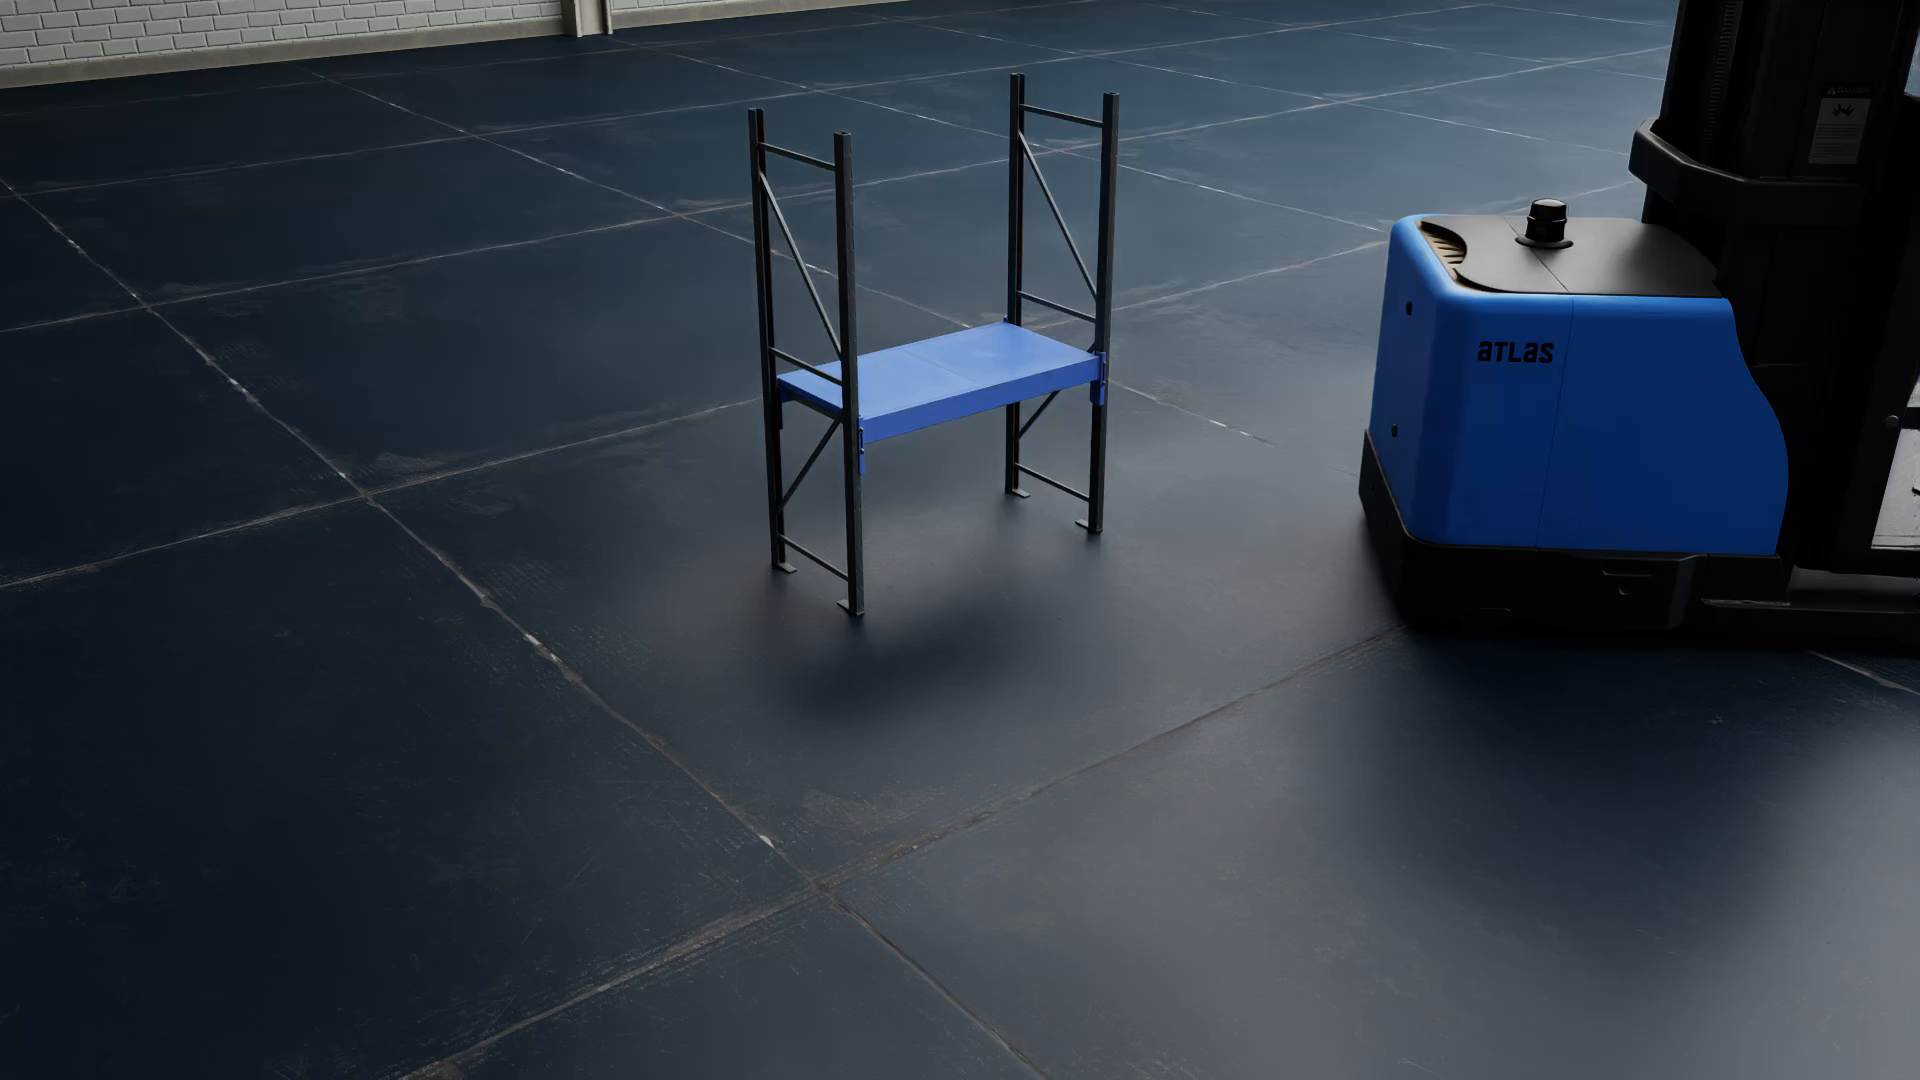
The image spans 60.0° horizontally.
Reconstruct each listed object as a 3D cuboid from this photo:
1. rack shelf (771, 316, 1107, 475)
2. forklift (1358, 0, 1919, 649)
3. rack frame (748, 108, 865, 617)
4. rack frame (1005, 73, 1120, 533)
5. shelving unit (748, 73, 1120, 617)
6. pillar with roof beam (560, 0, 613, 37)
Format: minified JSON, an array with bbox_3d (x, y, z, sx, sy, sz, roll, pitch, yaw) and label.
[{"bbox_3d":[-0.067,-0.495,5.462,1.000,0.185,0.538,-18,31,-34],"label":"rack shelf"},{"bbox_3d":[2.898,-1.200,4.854,3.031,2.935,1.130,2,25,4],"label":"forklift"},{"bbox_3d":[-0.467,-0.526,5.102,0.032,1.500,0.500,-18,31,-34],"label":"rack frame"},{"bbox_3d":[0.333,-0.790,5.671,0.032,1.500,0.500,-18,31,-34],"label":"rack frame"},{"bbox_3d":[-0.067,-0.658,5.387,1.048,1.500,0.538,-18,31,-34],"label":"shelving unit"},{"bbox_3d":[-1.083,-7.752,11.763,0.400,9.000,9.100,-18,31,-34],"label":"pillar with roof beam"}]
